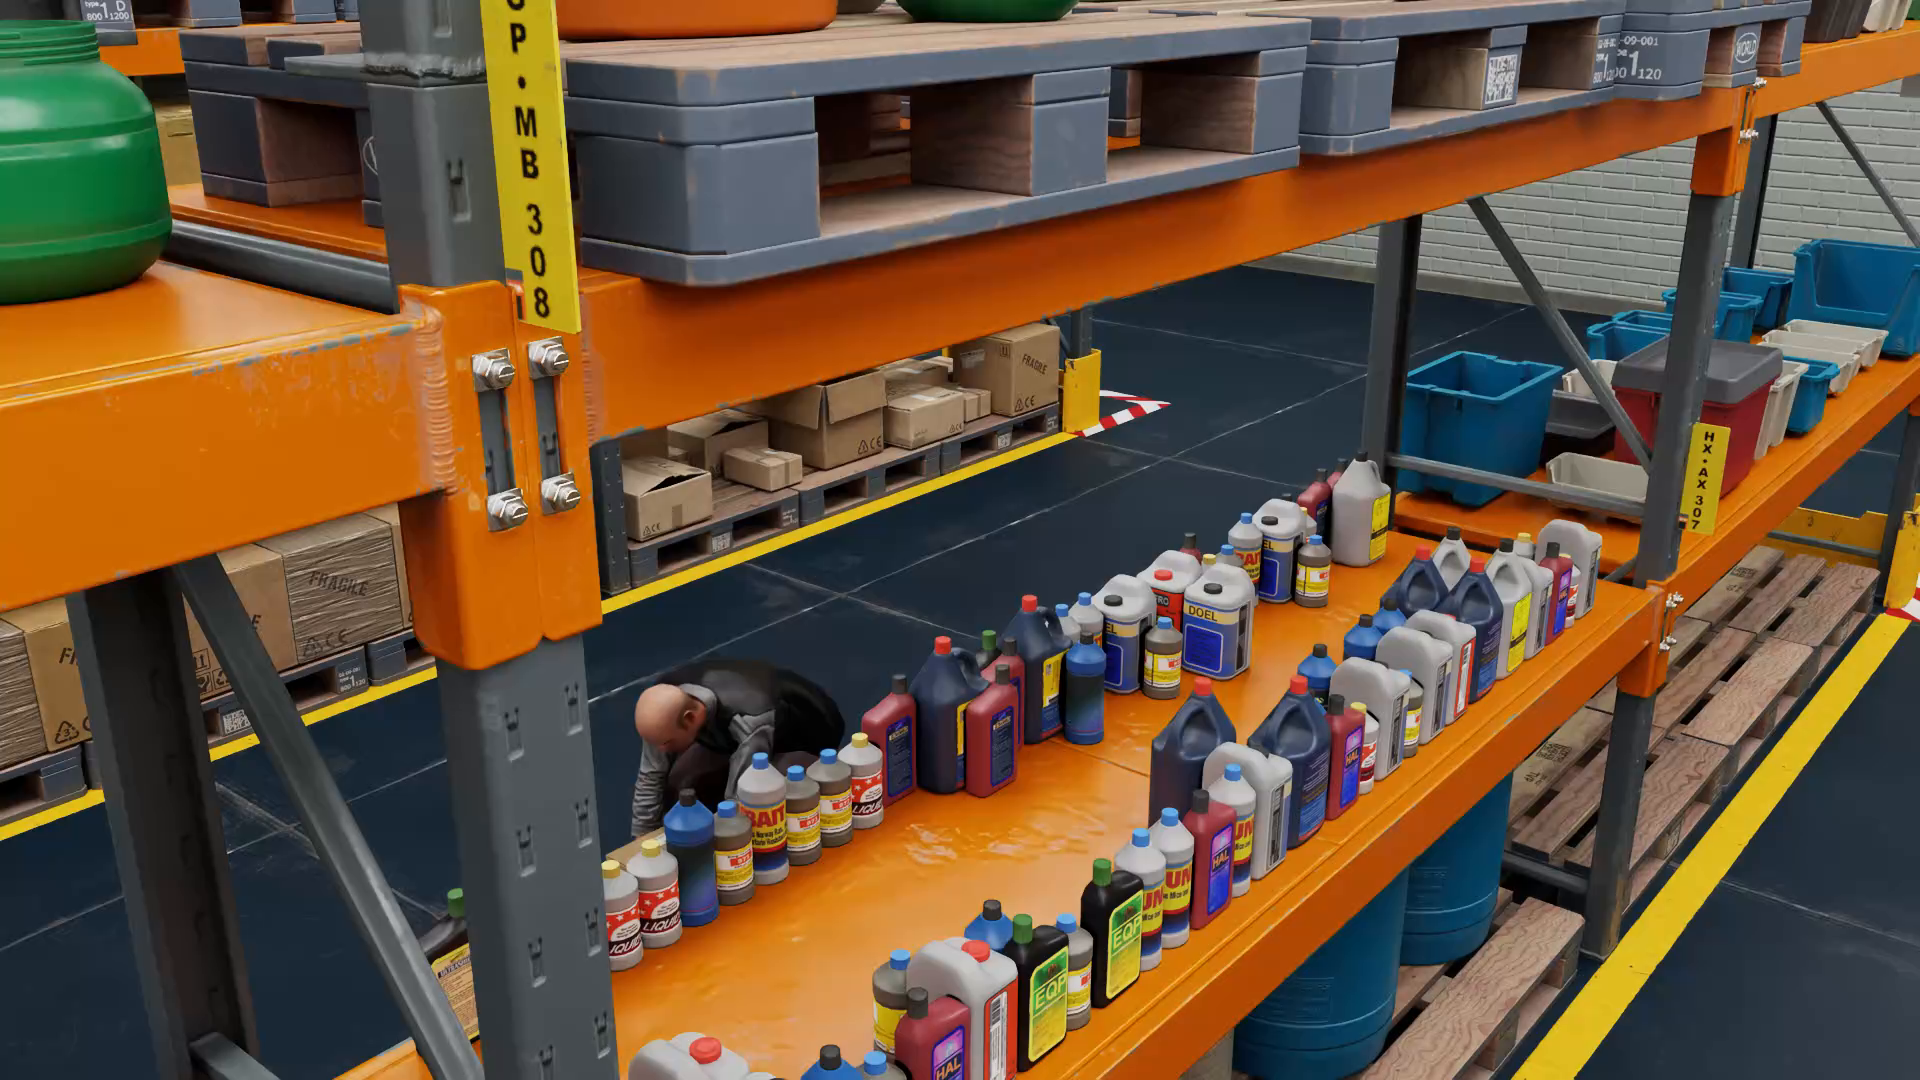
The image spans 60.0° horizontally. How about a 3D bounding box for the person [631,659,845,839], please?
[{"bbox_3d":[-0.776,0.778,5.723,0.538,0.877,0.870,16,25,37],"label":"person"}]
